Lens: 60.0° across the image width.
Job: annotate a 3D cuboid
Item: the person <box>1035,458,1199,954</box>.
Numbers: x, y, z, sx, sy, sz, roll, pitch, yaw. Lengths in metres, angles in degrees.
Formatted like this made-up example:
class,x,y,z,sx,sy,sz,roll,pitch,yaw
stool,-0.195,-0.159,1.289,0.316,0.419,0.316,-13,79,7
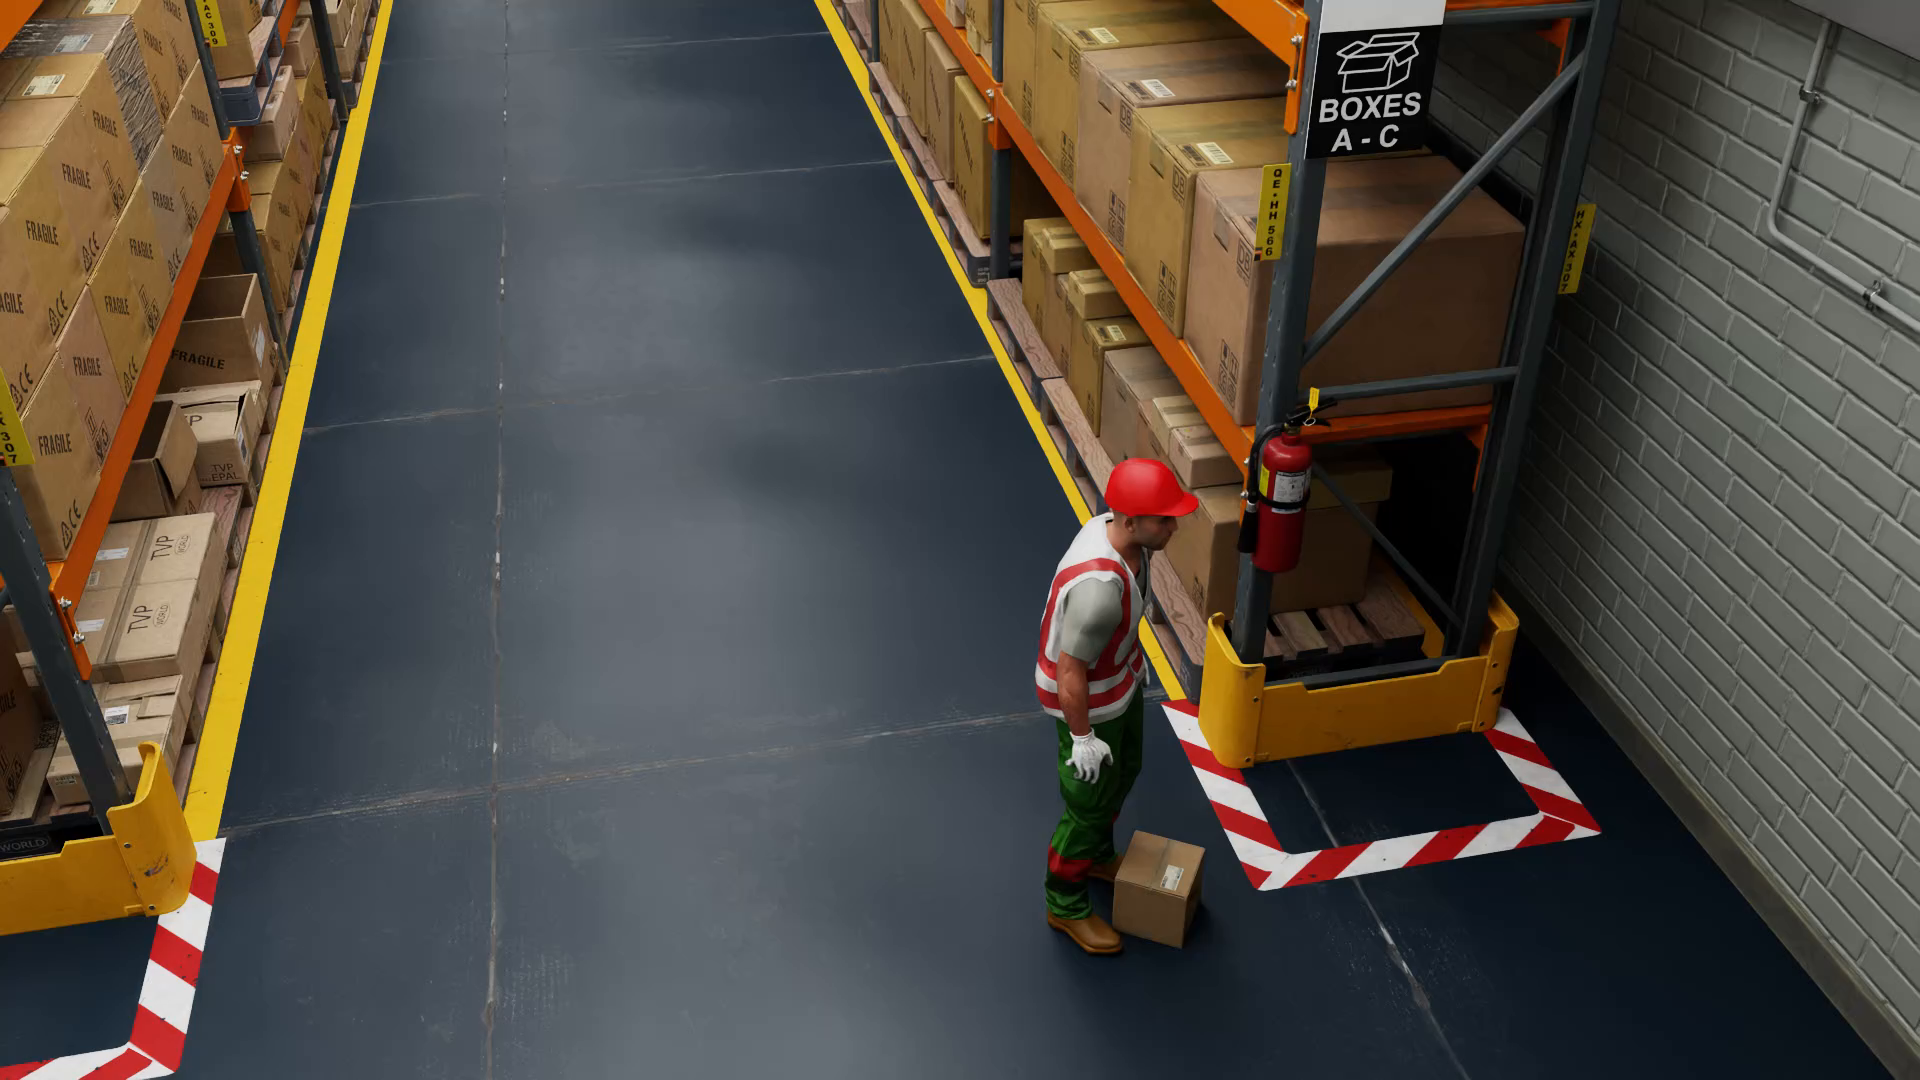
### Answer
class,x,y,z,sx,sy,sz,roll,pitch,yaw
person,0.480,0.510,5.376,0.451,1.777,0.610,13,36,18
